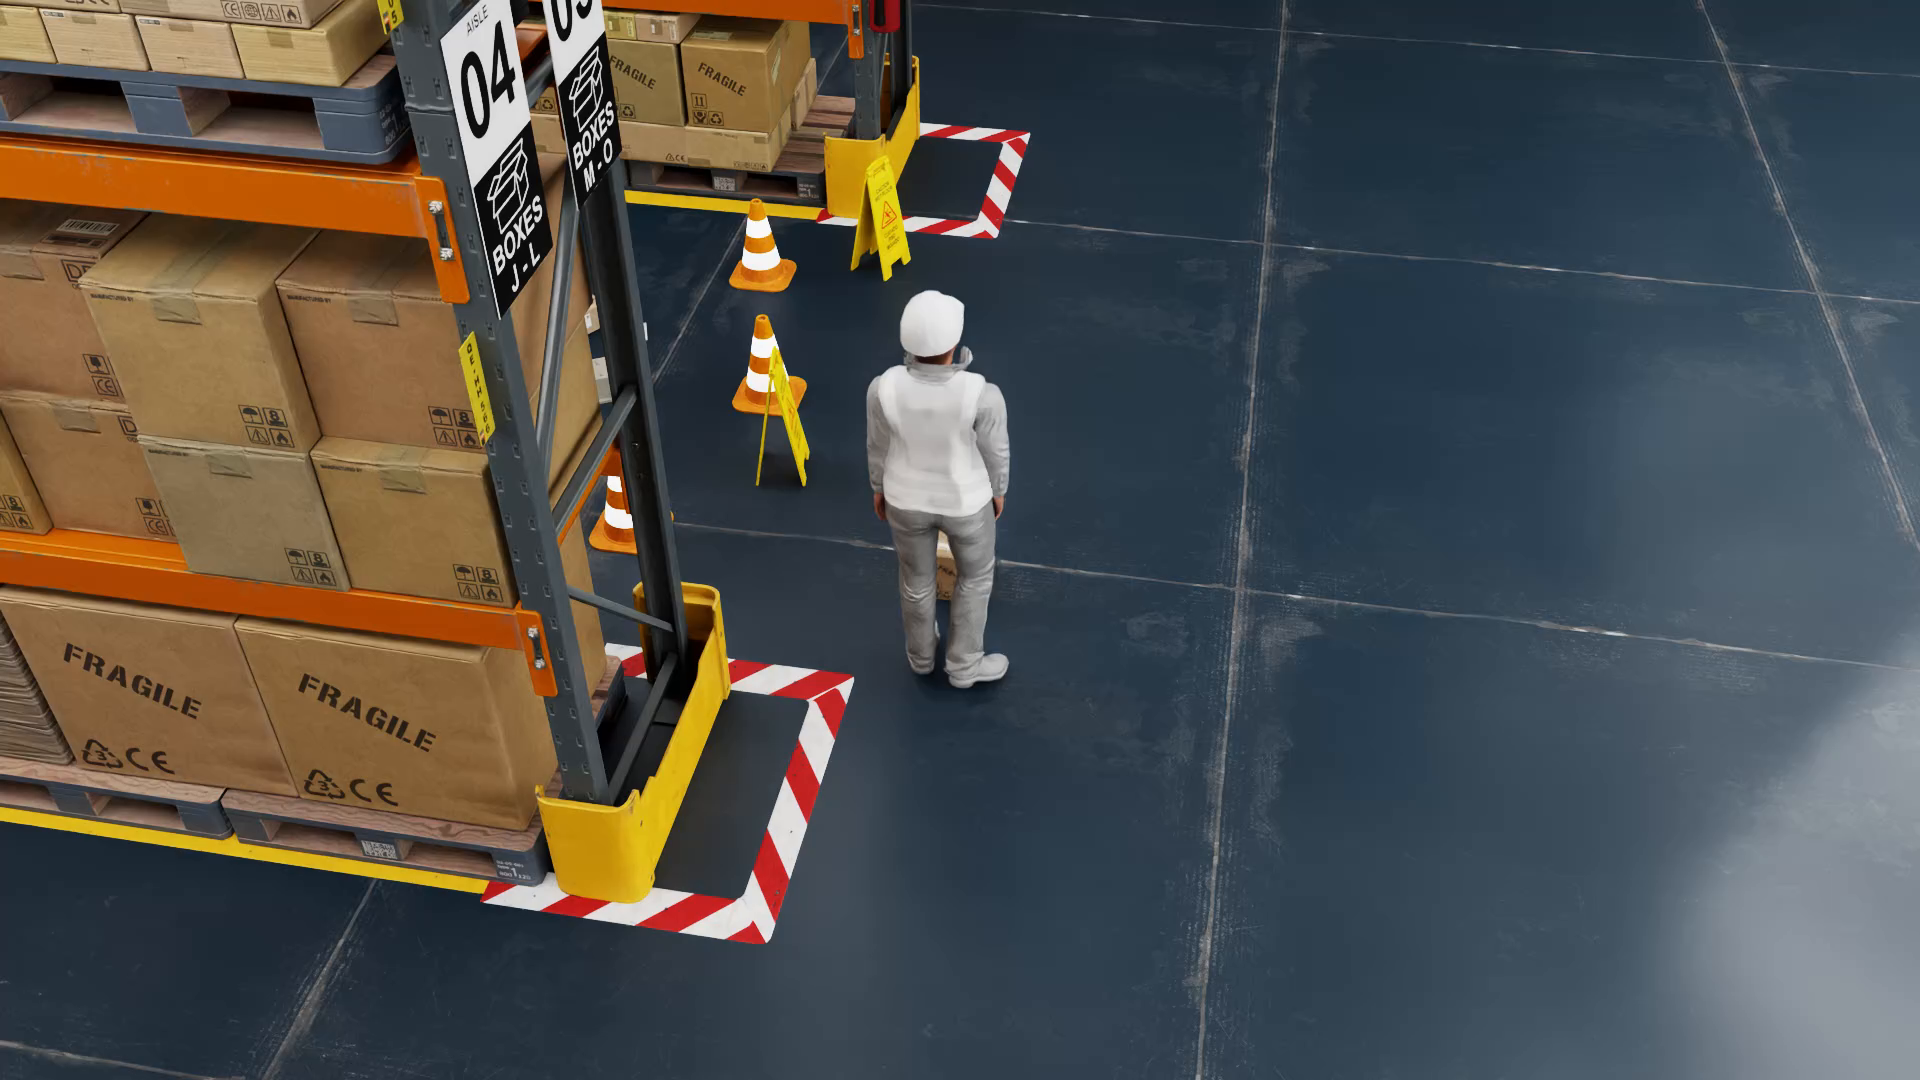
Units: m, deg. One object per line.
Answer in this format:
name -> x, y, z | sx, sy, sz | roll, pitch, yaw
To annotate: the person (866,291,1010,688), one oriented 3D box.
person -> -0.074, -0.172, 6.339 | 0.546, 1.789, 0.379 | 6, 41, 8
